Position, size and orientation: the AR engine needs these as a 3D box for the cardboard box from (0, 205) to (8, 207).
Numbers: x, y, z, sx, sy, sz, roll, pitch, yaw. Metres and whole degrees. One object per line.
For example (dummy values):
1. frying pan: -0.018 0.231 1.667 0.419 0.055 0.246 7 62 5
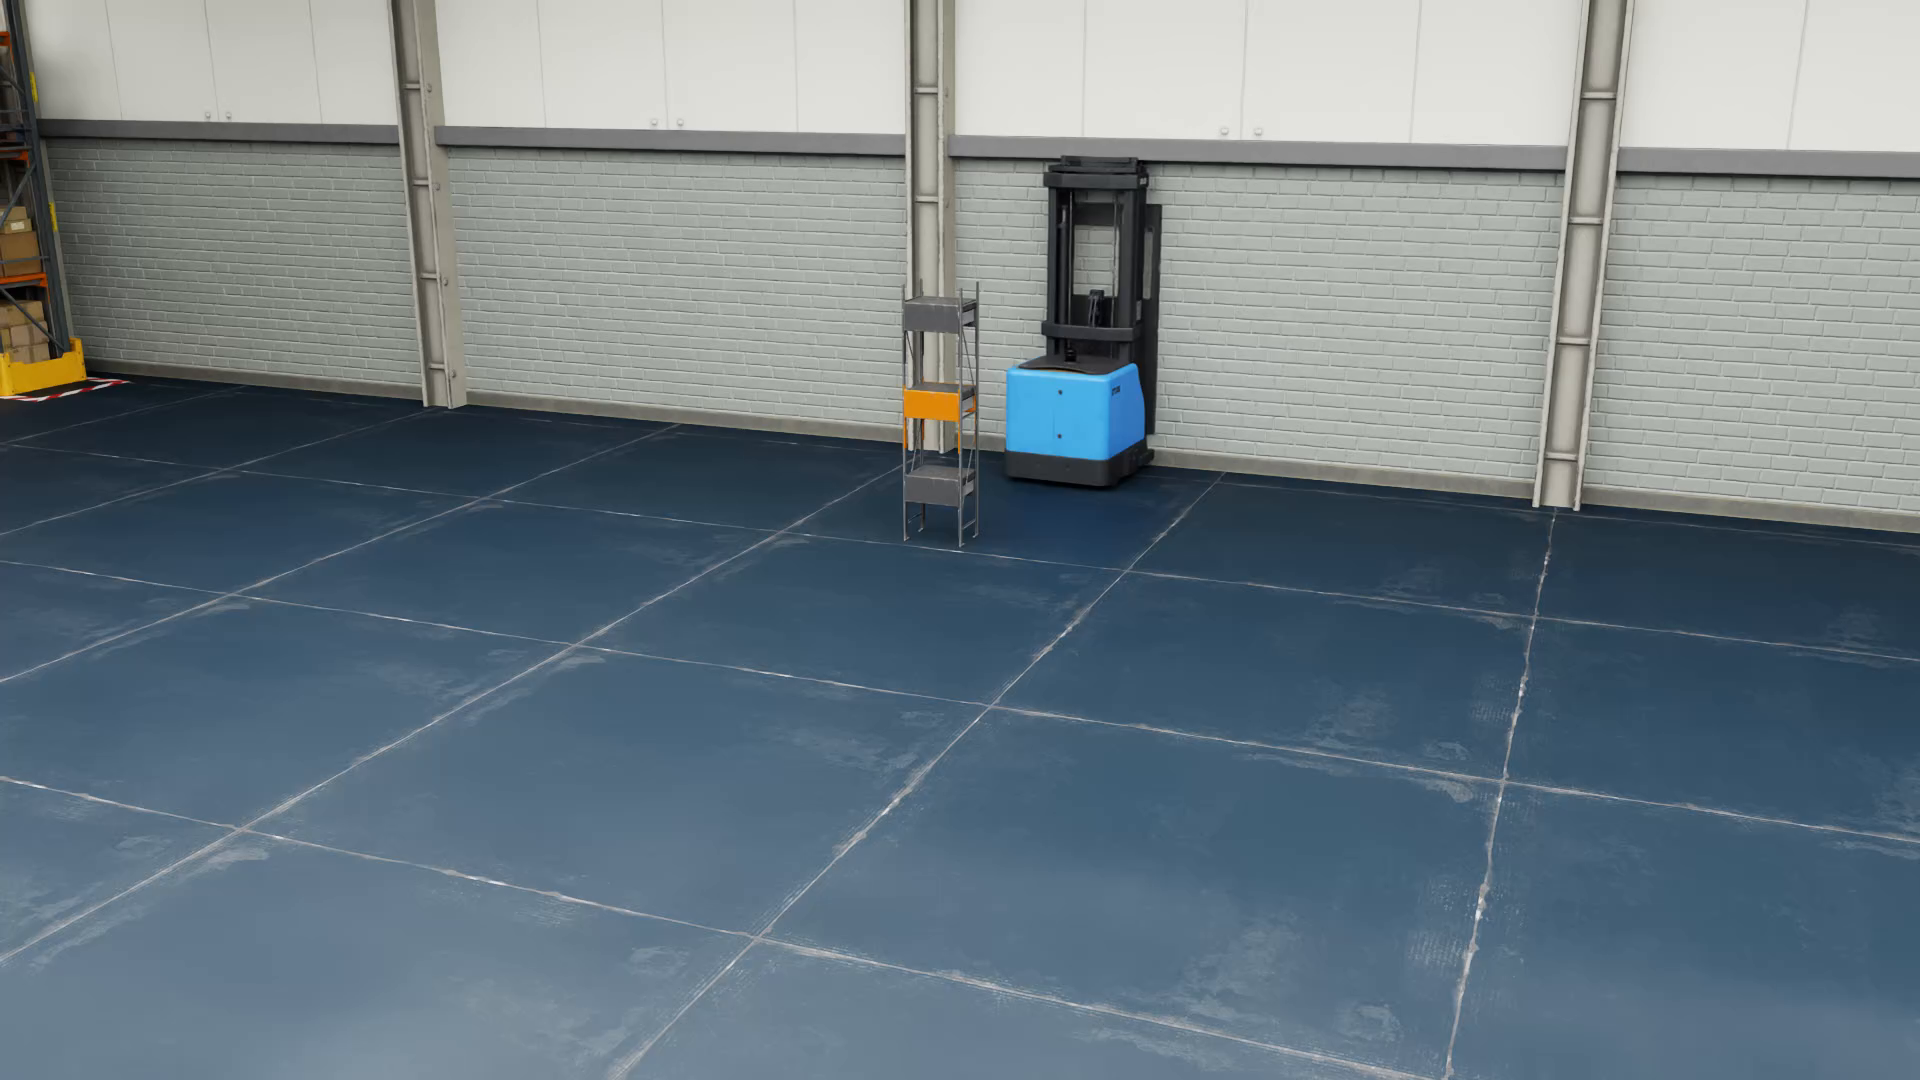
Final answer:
1. cardboard box: -11.590 -3.927 19.946 0.250 0.149 0.380 7 18 23

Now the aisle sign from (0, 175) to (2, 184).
1. aisle sign: -11.178 -4.457 18.985 0.004 0.787 0.394 6 17 21

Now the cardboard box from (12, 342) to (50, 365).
1. cardboard box: -11.517 -2.274 20.305 0.500 0.250 0.500 6 17 21

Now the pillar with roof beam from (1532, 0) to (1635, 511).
1. pillar with roof beam: 3.716 -3.520 9.658 0.400 9.000 9.100 6 17 21

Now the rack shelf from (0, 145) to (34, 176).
1. rack shelf: -12.992 -4.592 20.020 4.000 0.370 1.077 6 17 21

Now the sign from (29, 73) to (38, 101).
1. sign: -10.923 -5.334 19.575 0.005 0.325 0.100 6 17 21

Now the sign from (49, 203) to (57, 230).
1. sign: -10.923 -3.889 19.995 0.005 0.325 0.100 6 17 21

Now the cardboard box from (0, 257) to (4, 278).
1. cardboard box: -11.686 -3.322 19.558 0.500 0.500 0.500 6 17 19

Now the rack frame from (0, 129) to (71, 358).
1. rack frame: -11.132 -3.292 19.633 0.127 3.000 1.000 6 17 21

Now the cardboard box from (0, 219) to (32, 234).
1. cardboard box: -11.352 -3.753 19.880 0.250 0.149 0.380 6 17 19

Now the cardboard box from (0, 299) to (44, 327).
1. cardboard box: -11.509 -2.752 20.157 0.500 0.250 0.500 6 17 20

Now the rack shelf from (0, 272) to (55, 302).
1. rack shelf: -12.992 -3.151 20.438 4.000 0.370 1.077 6 17 21

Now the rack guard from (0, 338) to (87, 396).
1. rack guard: -11.109 -2.089 19.973 0.348 0.500 1.175 6 17 21

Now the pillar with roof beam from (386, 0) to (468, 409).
1. pillar with roof beam: -7.447 -4.748 13.887 0.400 9.000 9.100 6 17 21

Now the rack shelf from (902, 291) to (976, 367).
1. rack shelf: -0.154 -1.684 13.248 0.480 0.518 0.431 6 17 21

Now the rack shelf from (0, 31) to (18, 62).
1. rack shelf: -12.992 -5.840 19.657 4.000 0.370 1.077 6 17 21

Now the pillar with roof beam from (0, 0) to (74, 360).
1. pillar with roof beam: -13.028 -5.361 16.001 0.400 9.000 9.100 6 17 21

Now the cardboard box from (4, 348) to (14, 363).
1. cardboard box: -11.685 -2.139 19.841 0.500 0.250 0.500 6 17 21

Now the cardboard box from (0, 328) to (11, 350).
1. cardboard box: -11.699 -2.382 19.780 0.500 0.250 0.500 6 17 20

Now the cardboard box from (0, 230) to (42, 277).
1. cardboard box: -11.491 -3.463 20.041 0.500 0.500 0.500 7 18 22

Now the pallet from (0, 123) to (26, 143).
1. pallet: -11.780 -4.769 19.499 1.213 0.211 1.003 6 17 21

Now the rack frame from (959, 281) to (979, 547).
1. rack frame: 0.073 -1.000 13.353 0.015 2.100 0.400 6 17 21

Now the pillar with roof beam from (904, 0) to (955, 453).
1. pillar with roof beam: -1.865 -4.134 11.773 0.400 9.000 9.100 6 17 21

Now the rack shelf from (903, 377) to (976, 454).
1. rack shelf: -0.154 -1.012 13.443 0.480 0.518 0.431 6 17 21

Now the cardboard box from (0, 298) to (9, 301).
1. cardboard box: -11.976 -2.802 20.329 0.500 0.250 0.500 6 17 21

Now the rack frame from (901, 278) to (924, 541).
1. rack frame: -0.381 -1.050 13.525 0.015 2.100 0.400 6 17 21

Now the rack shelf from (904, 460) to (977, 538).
1. rack shelf: -0.154 -0.340 13.638 0.480 0.518 0.431 6 17 21

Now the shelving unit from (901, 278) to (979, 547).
1. shelving unit: -0.154 -1.025 13.439 0.503 2.100 0.431 6 17 21

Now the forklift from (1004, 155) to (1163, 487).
1. forklift: 1.497 -2.260 16.203 1.130 2.935 3.031 8 18 24

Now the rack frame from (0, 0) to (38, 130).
1. rack frame: -11.132 -6.173 18.796 0.127 3.000 1.000 6 17 21

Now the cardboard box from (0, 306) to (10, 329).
1. cardboard box: -11.675 -2.620 19.702 0.500 0.250 0.500 7 18 22

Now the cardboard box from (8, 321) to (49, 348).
1. cardboard box: -11.493 -2.515 20.239 0.500 0.250 0.500 7 17 22

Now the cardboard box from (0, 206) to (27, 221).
1. cardboard box: -11.366 -3.884 19.796 0.250 0.149 0.380 6 17 20
